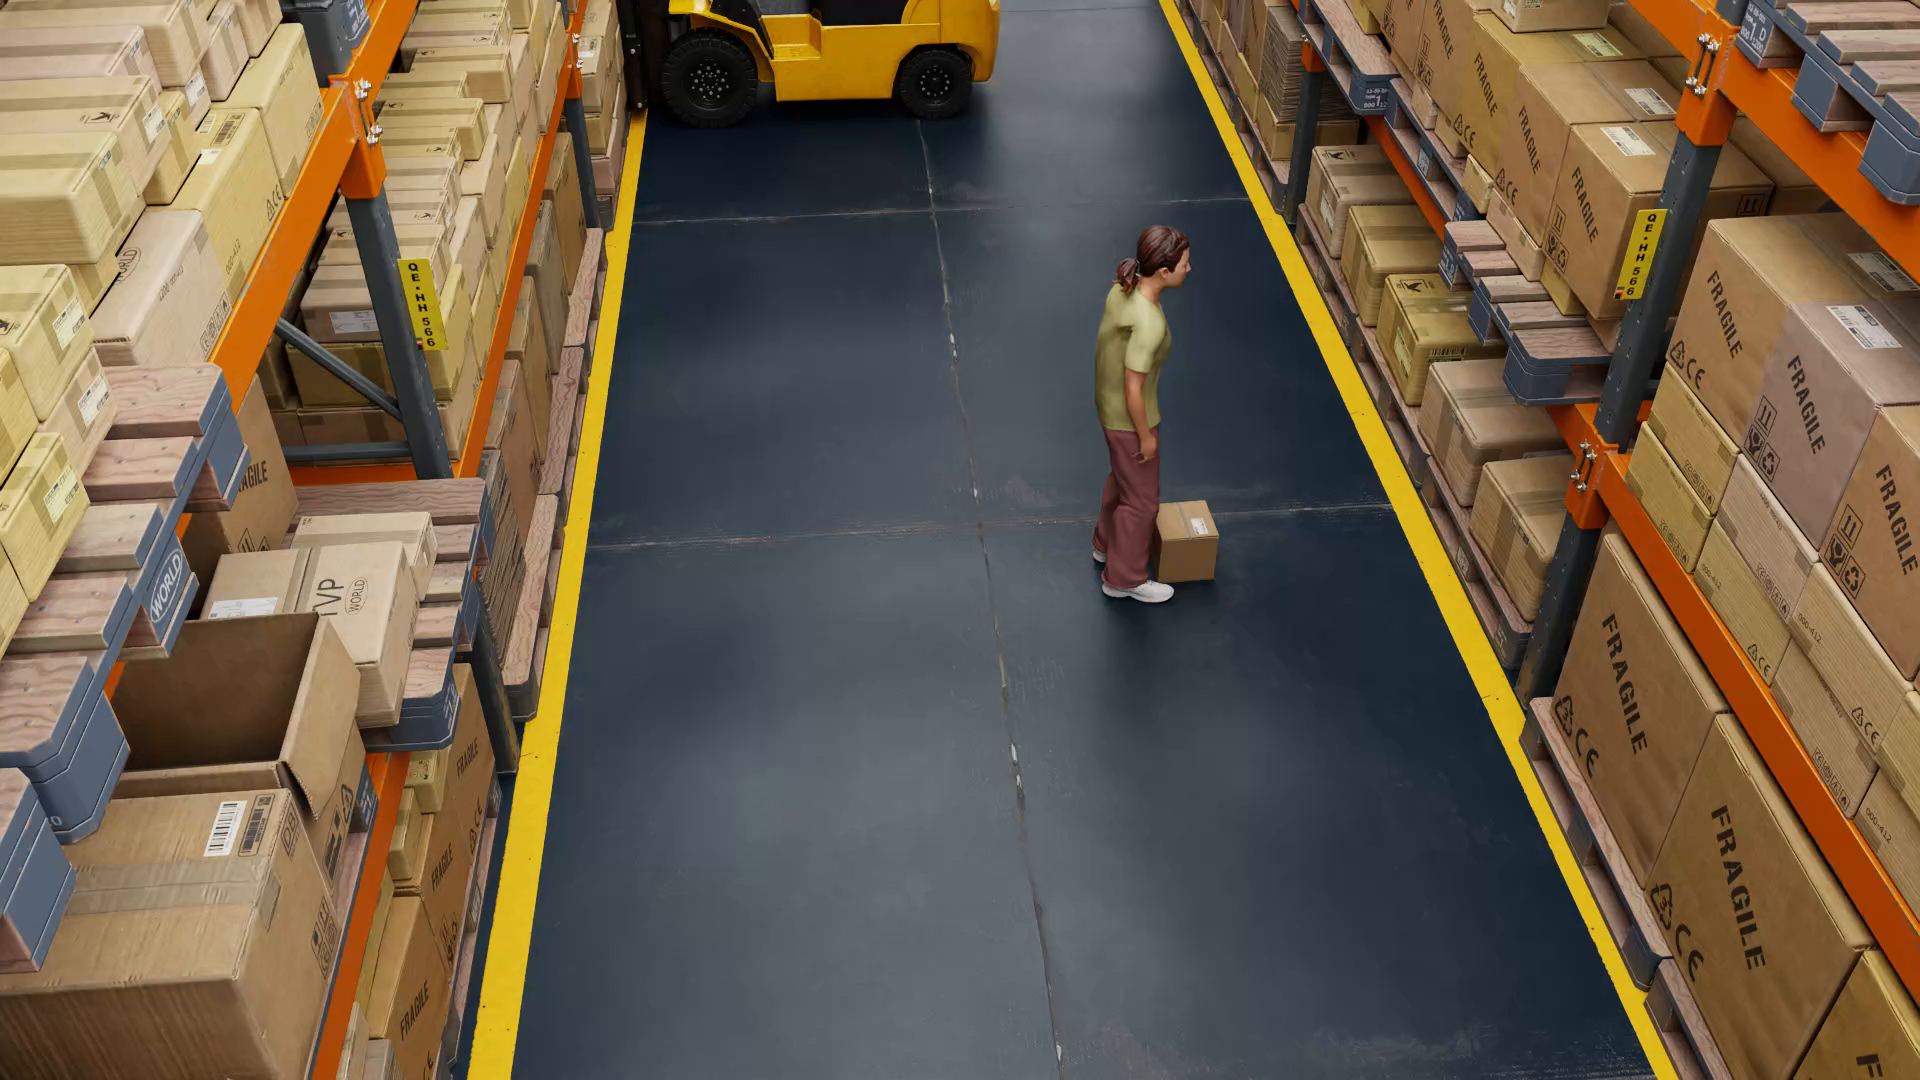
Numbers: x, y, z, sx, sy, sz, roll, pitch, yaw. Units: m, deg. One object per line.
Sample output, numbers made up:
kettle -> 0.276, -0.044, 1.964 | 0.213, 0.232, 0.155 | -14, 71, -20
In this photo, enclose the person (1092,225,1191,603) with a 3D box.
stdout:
person -> 0.725, -0.519, 6.790 | 0.359, 1.673, 0.498 | -3, 39, -4
